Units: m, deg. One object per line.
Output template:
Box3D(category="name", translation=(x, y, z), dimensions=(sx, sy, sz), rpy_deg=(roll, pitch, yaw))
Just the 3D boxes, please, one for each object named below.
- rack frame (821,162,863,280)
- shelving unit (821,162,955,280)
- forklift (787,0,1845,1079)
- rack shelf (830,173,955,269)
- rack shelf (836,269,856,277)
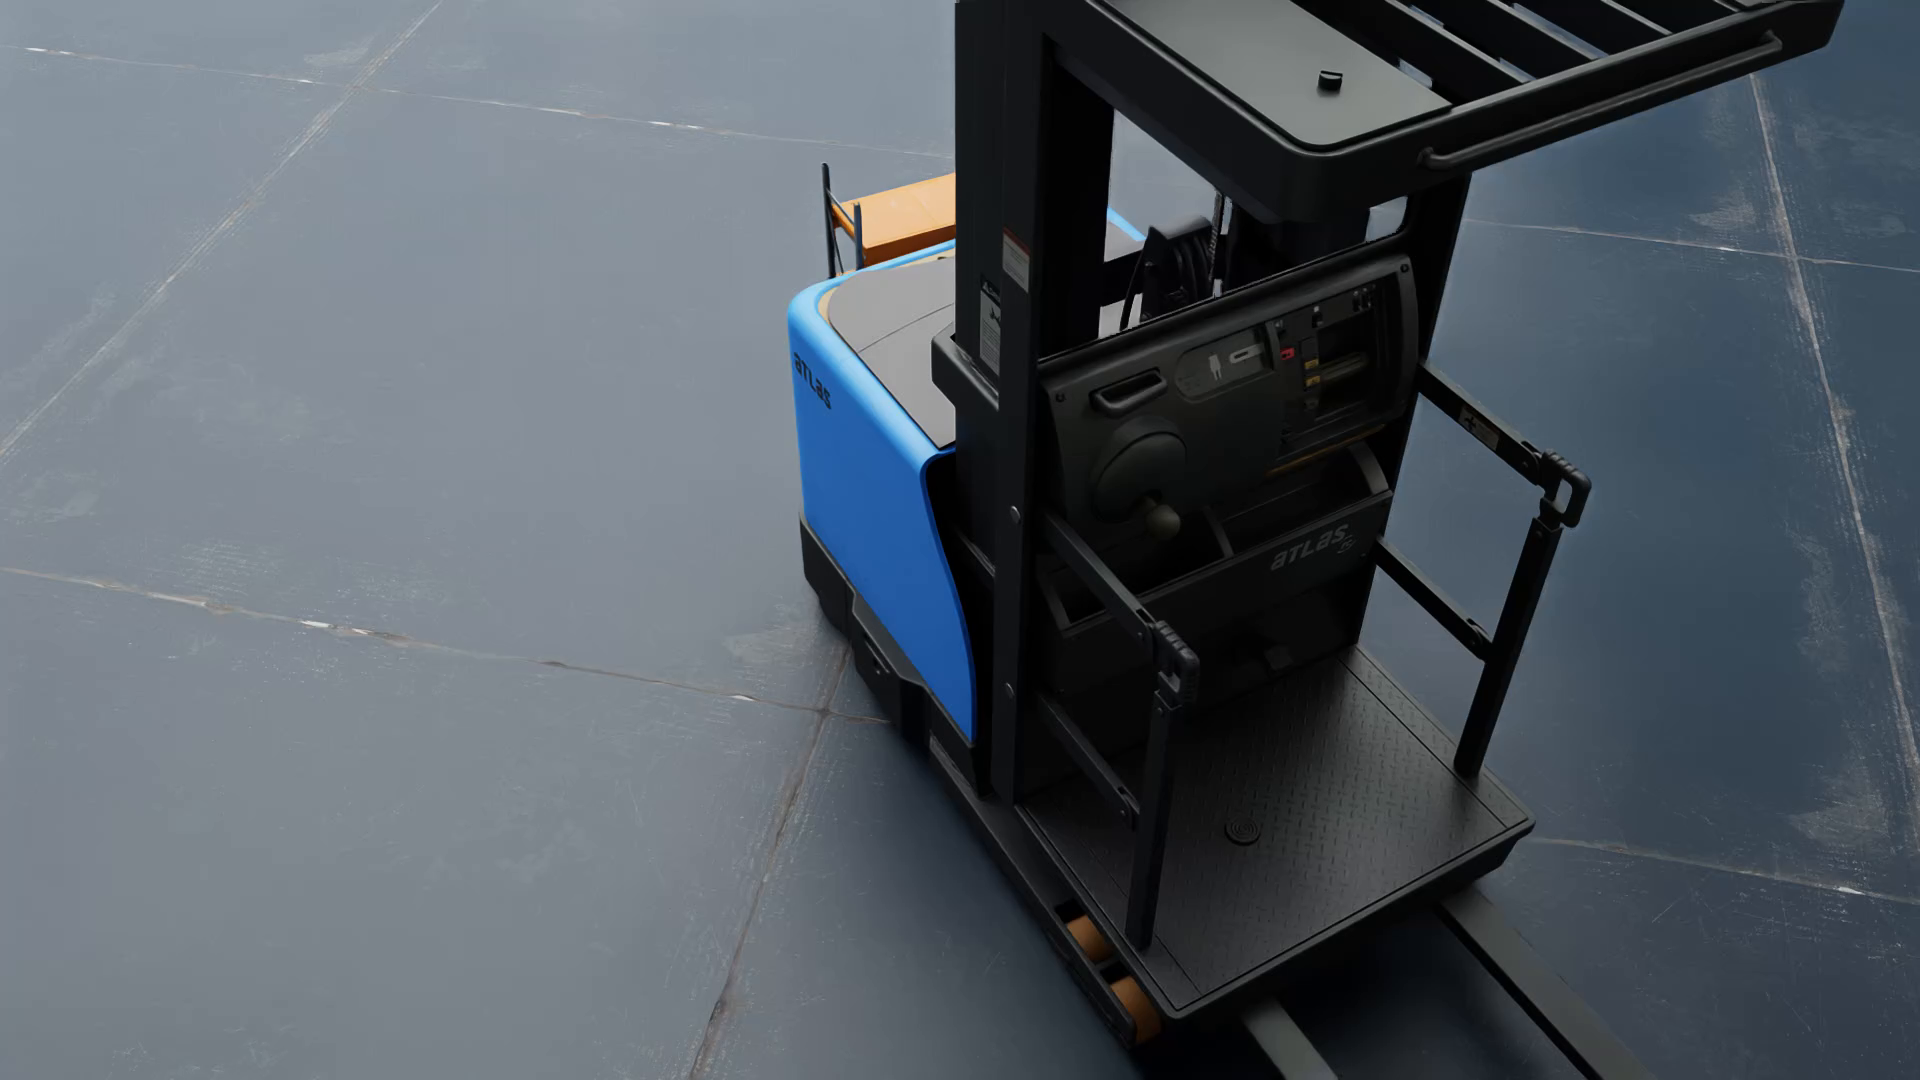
Box3D(category="rack frame", translation=(-0.325, -0.539, 4.945), dimensions=(0.015, 1.200, 0.240), rpy_deg=(-19, 47, -19))
Box3D(category="shelving unit", translation=(-0.106, -0.614, 5.023), dimensions=(0.503, 1.200, 0.258), rpy_deg=(-19, 47, -19))
Box3D(category="forklift", translation=(0.699, -0.217, 3.362), dimensions=(1.130, 2.935, 3.031), rpy_deg=(-22, 48, -21))
Box3D(category="rack shelf", translation=(-0.106, -0.897, 4.750), dimensions=(0.480, 0.148, 0.258), rpy_deg=(-19, 47, -19))
Box3D(category="rack shelf", translation=(-0.106, -0.727, 4.915), dimensions=(0.480, 0.148, 0.258), rpy_deg=(-19, 47, -19))
